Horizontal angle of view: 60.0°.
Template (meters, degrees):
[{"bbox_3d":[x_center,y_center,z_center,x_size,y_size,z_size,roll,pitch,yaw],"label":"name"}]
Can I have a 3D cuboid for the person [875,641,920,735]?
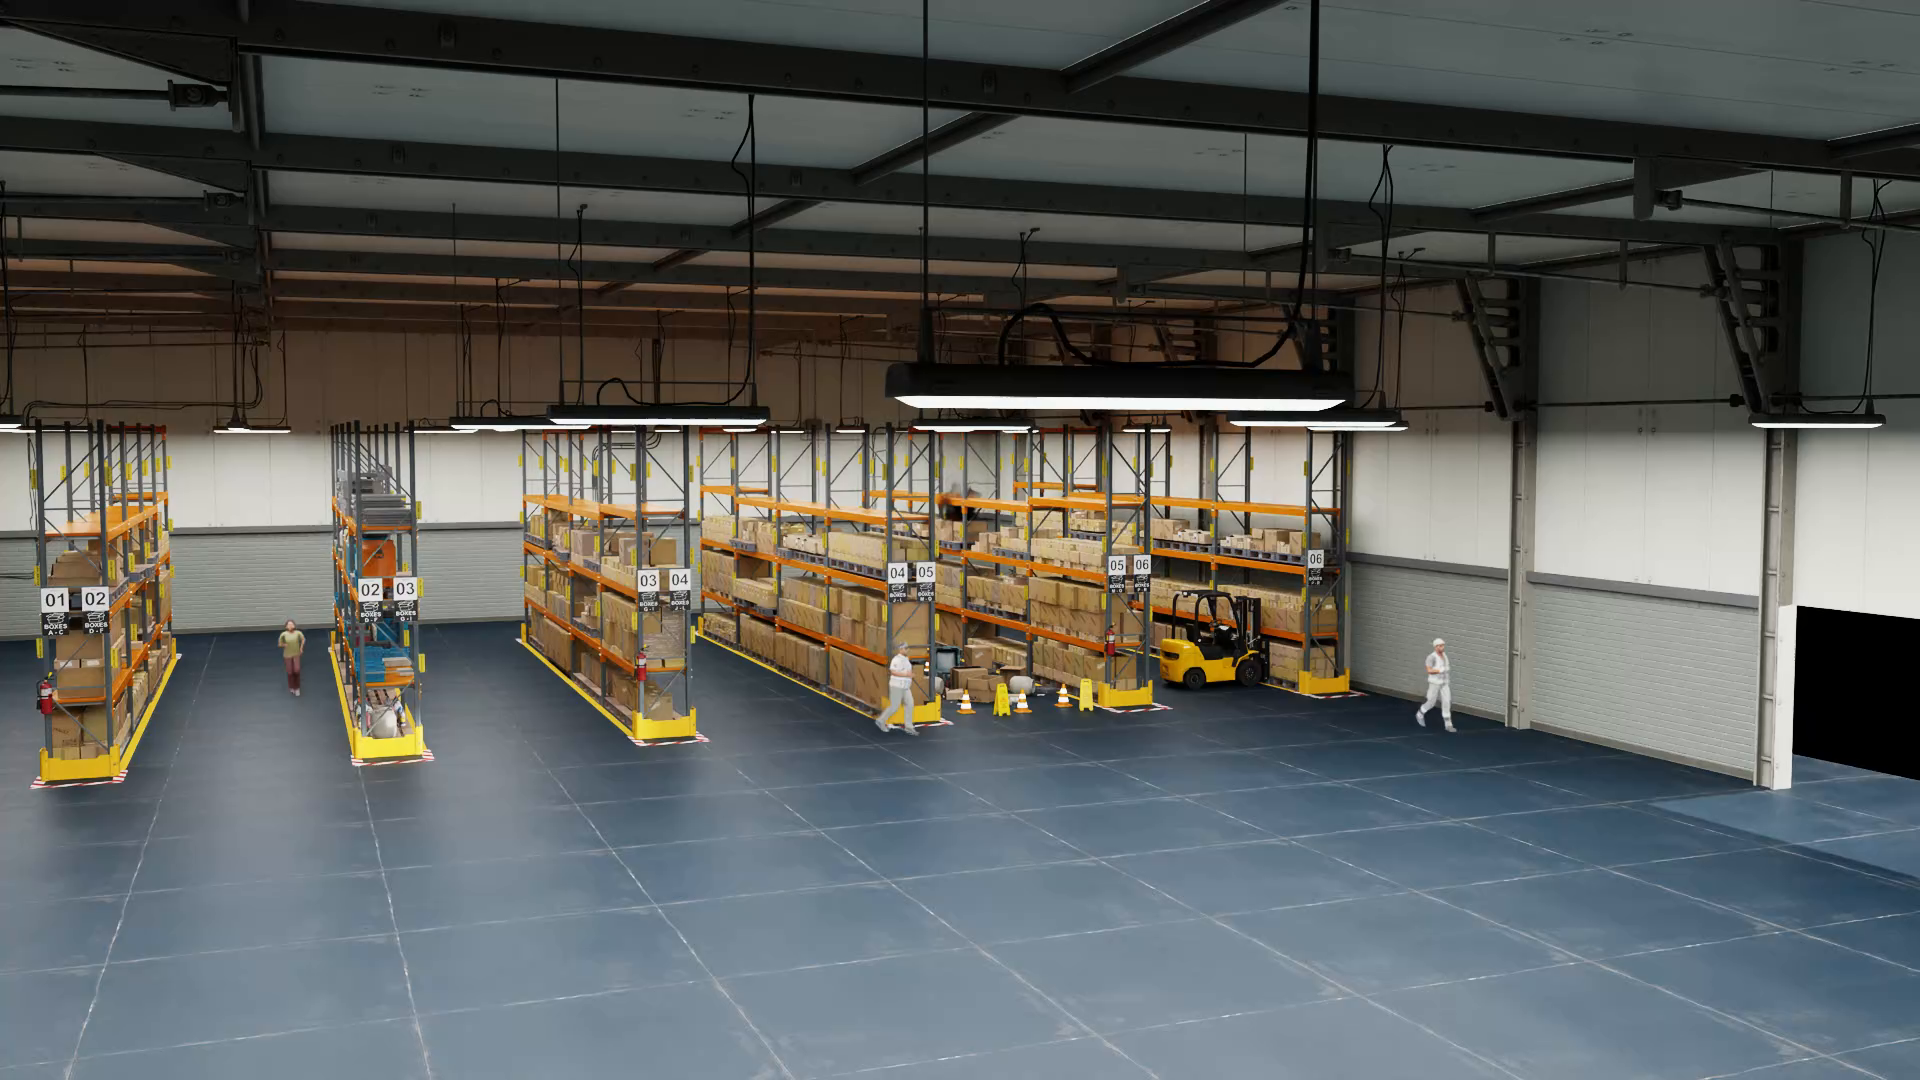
[{"bbox_3d":[-1.175,2.839,31.988,0.869,1.814,0.678,2,4,25],"label":"person"}]

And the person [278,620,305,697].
[{"bbox_3d":[-14.744,2.604,36.691,0.557,1.715,0.716,-1,4,-21],"label":"person"}]

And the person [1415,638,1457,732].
[{"bbox_3d":[9.222,2.777,32.092,0.667,1.767,1.003,-2,4,-28],"label":"person"}]
